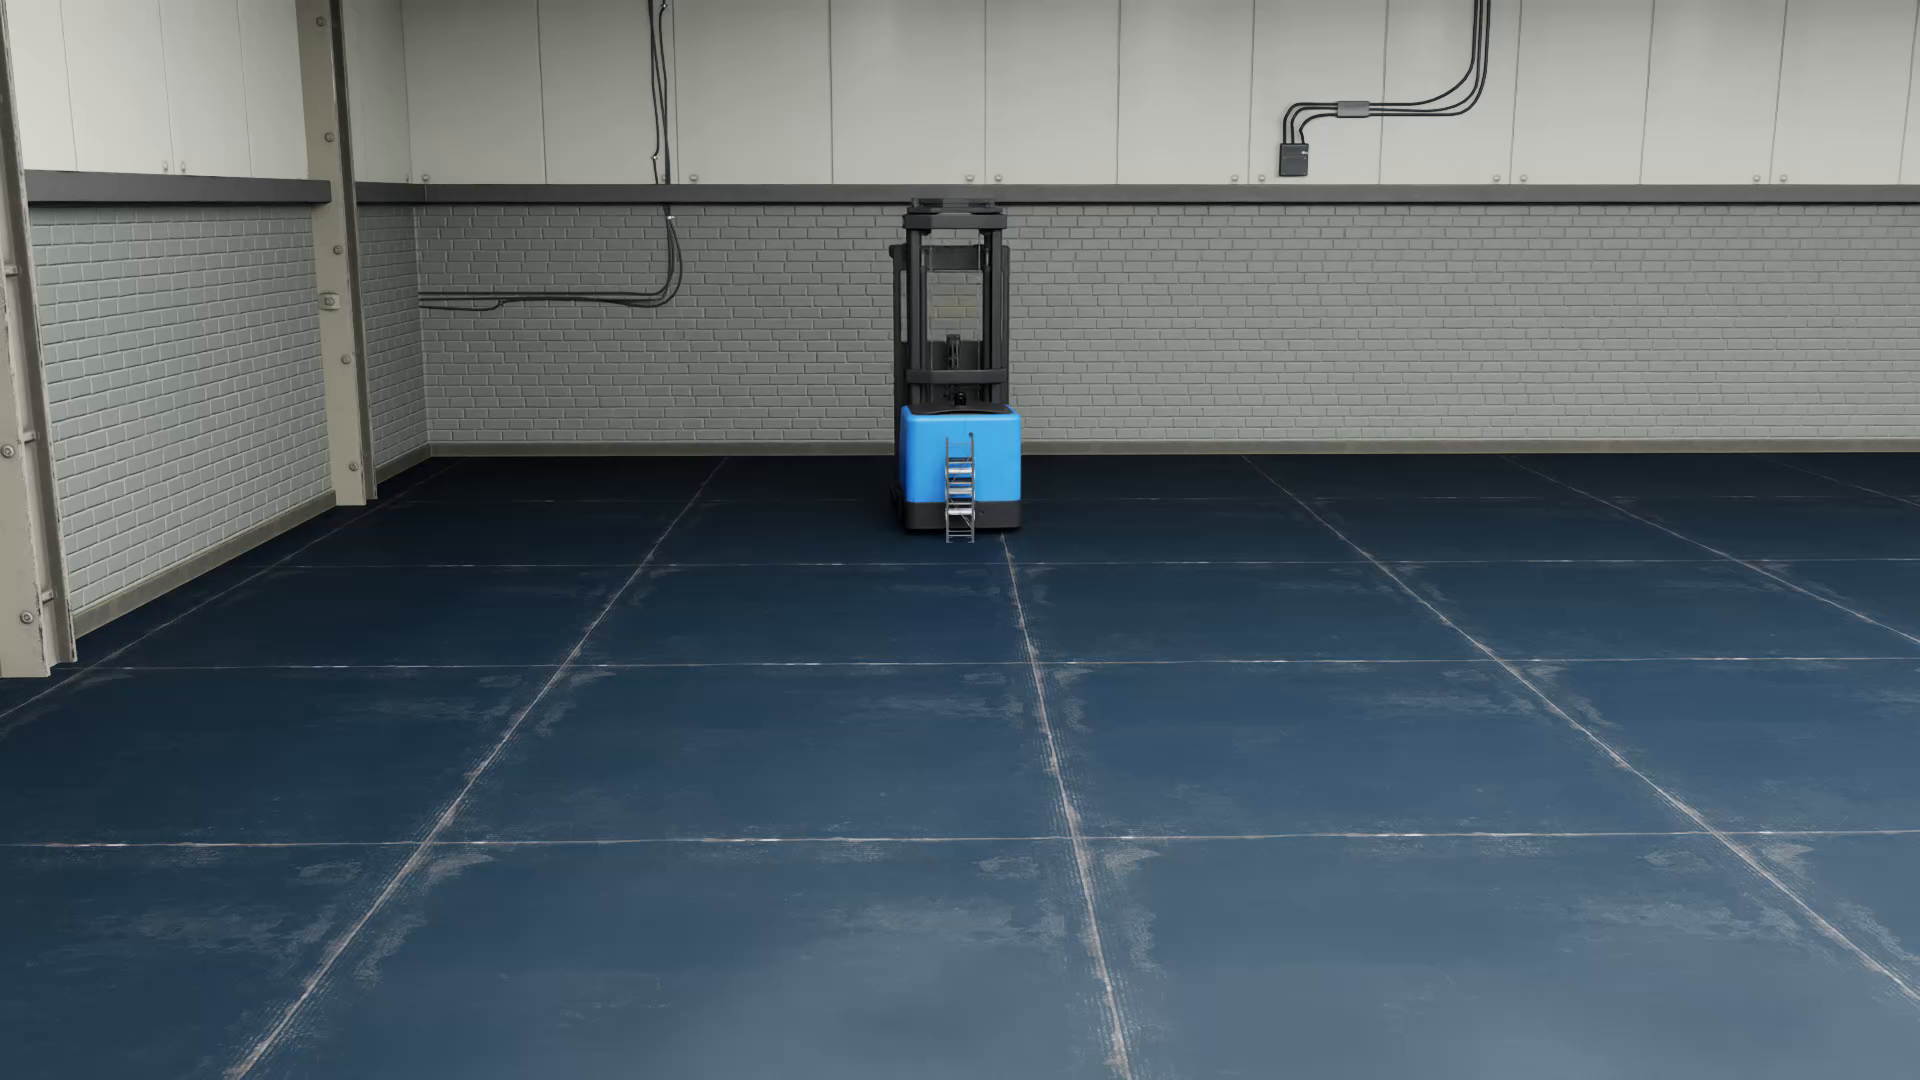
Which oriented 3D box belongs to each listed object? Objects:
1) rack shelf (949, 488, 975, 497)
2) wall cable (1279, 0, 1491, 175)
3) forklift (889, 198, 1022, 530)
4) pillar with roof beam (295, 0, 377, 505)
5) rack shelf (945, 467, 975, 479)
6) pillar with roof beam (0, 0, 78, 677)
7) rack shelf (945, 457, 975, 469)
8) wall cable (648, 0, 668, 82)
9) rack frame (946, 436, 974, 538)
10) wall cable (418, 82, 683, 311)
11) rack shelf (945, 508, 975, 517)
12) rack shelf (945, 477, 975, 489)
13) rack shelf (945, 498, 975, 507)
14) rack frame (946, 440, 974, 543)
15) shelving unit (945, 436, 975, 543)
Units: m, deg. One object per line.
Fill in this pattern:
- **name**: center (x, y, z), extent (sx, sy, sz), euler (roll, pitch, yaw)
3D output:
- **rack shelf**: center (0.000, -0.407, 14.468), extent (0.258, 0.077, 0.200), euler (0, 11, -1)
- **wall cable**: center (4.782, -7.082, 18.280), extent (2.305, 6.003, 0.169), euler (0, 11, -1)
- **forklift**: center (-0.104, -1.767, 15.896), extent (1.130, 2.935, 3.031), euler (-1, 12, -5)
- **pillar with roof beam**: center (-1.667, -4.806, 15.615), extent (9.100, 9.000, 0.400), euler (0, 11, -1)
- **rack shelf**: center (0.000, -0.583, 14.433), extent (0.258, 0.077, 0.200), euler (0, 11, -1)
- **pillar with roof beam**: center (-1.543, -3.613, 9.736), extent (9.100, 9.000, 0.400), euler (0, 11, -1)
- **rack shelf**: center (0.000, -0.671, 14.415), extent (0.258, 0.077, 0.200), euler (0, 11, -1)
- **wall cable**: center (-2.005, -6.344, 18.303), extent (3.097, 2.526, 0.112), euler (0, 11, -1)
- **rack frame**: center (-0.002, -0.460, 14.561), extent (0.240, 0.900, 0.006), euler (0, 11, -1)
- **wall cable**: center (-4.710, -3.857, 18.750), extent (3.097, 2.526, 0.112), euler (0, 11, -1)
- **rack shelf**: center (0.000, -0.230, 14.504), extent (0.258, 0.077, 0.200), euler (0, 11, -1)
- **rack shelf**: center (0.000, -0.495, 14.450), extent (0.258, 0.077, 0.200), euler (0, 11, -1)
- **rack shelf**: center (0.000, -0.319, 14.486), extent (0.258, 0.077, 0.200), euler (0, 11, -1)
- **rack frame**: center (0.002, -0.419, 14.362), extent (0.240, 0.900, 0.006), euler (0, 11, -1)
- **shelving unit**: center (0.000, -0.439, 14.462), extent (0.258, 0.900, 0.210), euler (0, 11, -1)
